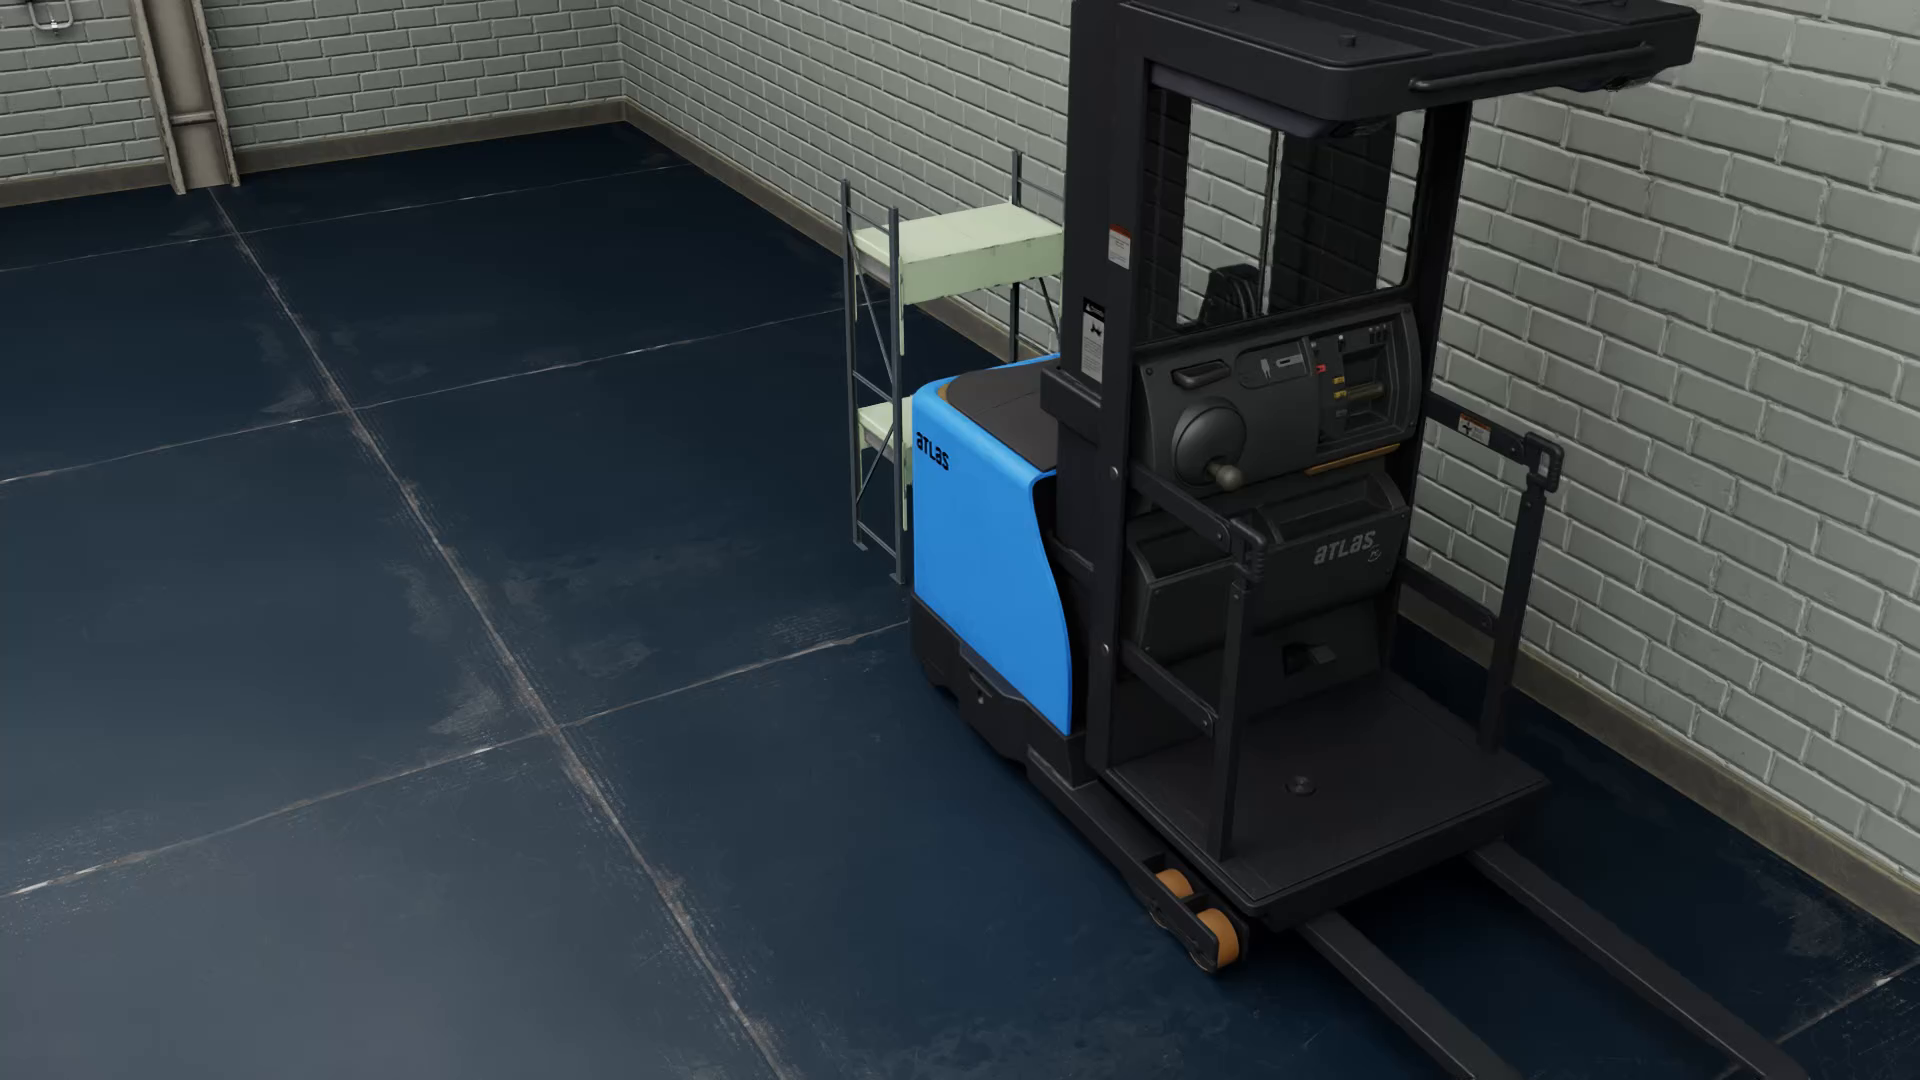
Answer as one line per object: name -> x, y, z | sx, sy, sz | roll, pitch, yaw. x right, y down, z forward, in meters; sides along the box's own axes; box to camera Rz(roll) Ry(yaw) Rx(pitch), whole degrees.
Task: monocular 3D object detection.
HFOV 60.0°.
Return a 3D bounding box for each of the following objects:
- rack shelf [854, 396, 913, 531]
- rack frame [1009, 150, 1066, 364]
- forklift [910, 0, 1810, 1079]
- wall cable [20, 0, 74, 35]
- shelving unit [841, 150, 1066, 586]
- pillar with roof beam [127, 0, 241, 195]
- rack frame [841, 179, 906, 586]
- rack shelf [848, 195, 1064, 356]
rack shelf -> -0.006, -0.370, 6.542 | 0.720, 0.370, 0.431 | -16, 33, -26
rack frame -> 0.310, -0.745, 6.547 | 0.023, 1.500, 0.400 | -16, 33, -26
forklift -> 0.990, -0.349, 4.348 | 1.130, 2.935, 3.031 | -15, 32, -26
wall cable -> -6.267, -3.804, 9.487 | 1.851, 1.984, 0.084 | -16, 33, -26
shelving unit -> -0.006, -0.655, 6.385 | 0.755, 1.500, 0.431 | -16, 33, -26
pillar with roof beam -> -2.821, -4.506, 5.602 | 0.400, 9.000, 9.100 | -16, 33, -26
rack frame -> -0.321, -0.565, 6.222 | 0.023, 1.500, 0.400 | -16, 33, -26
rack shelf -> -0.006, -0.997, 6.196 | 0.720, 0.370, 0.431 | -16, 33, -26
